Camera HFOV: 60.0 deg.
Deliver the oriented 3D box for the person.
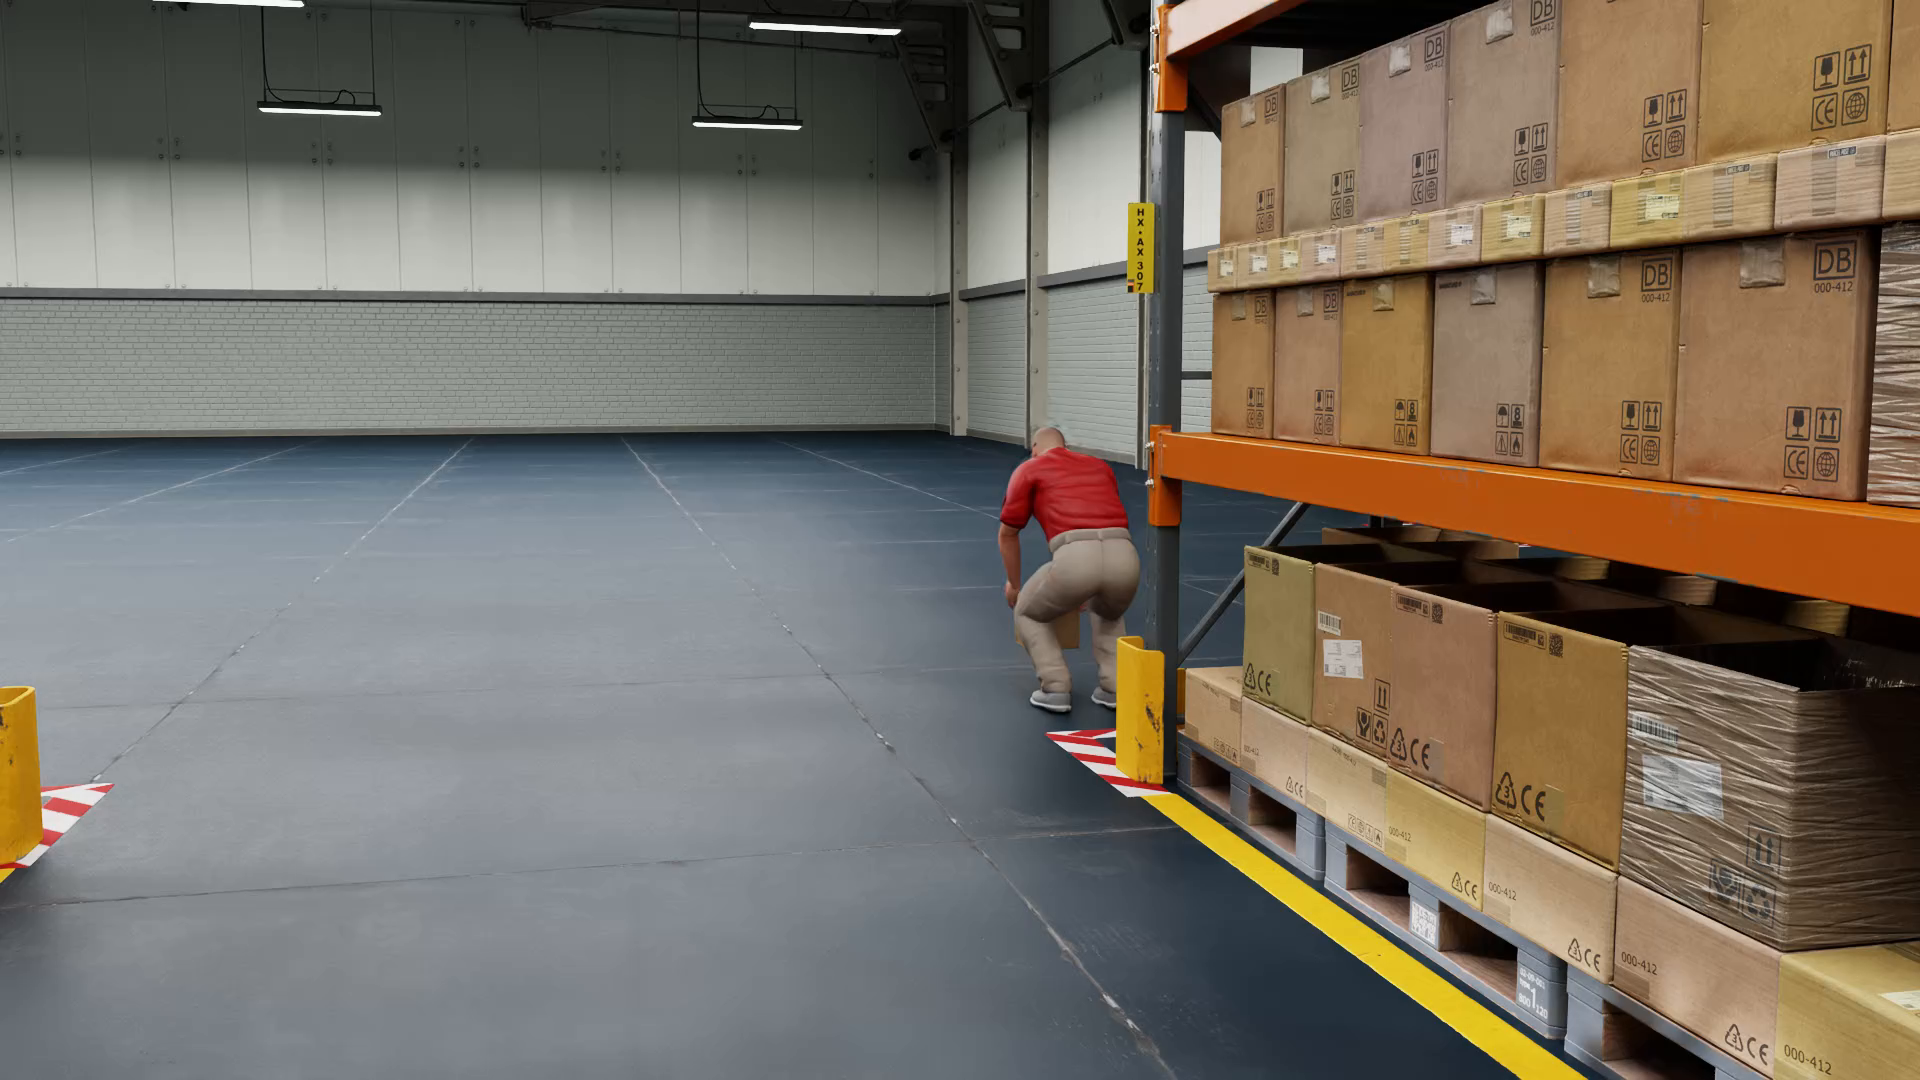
[{"bbox_3d":[0.495,0.127,7.558,0.587,1.263,0.778,-1,6,-14],"label":"person"}]
